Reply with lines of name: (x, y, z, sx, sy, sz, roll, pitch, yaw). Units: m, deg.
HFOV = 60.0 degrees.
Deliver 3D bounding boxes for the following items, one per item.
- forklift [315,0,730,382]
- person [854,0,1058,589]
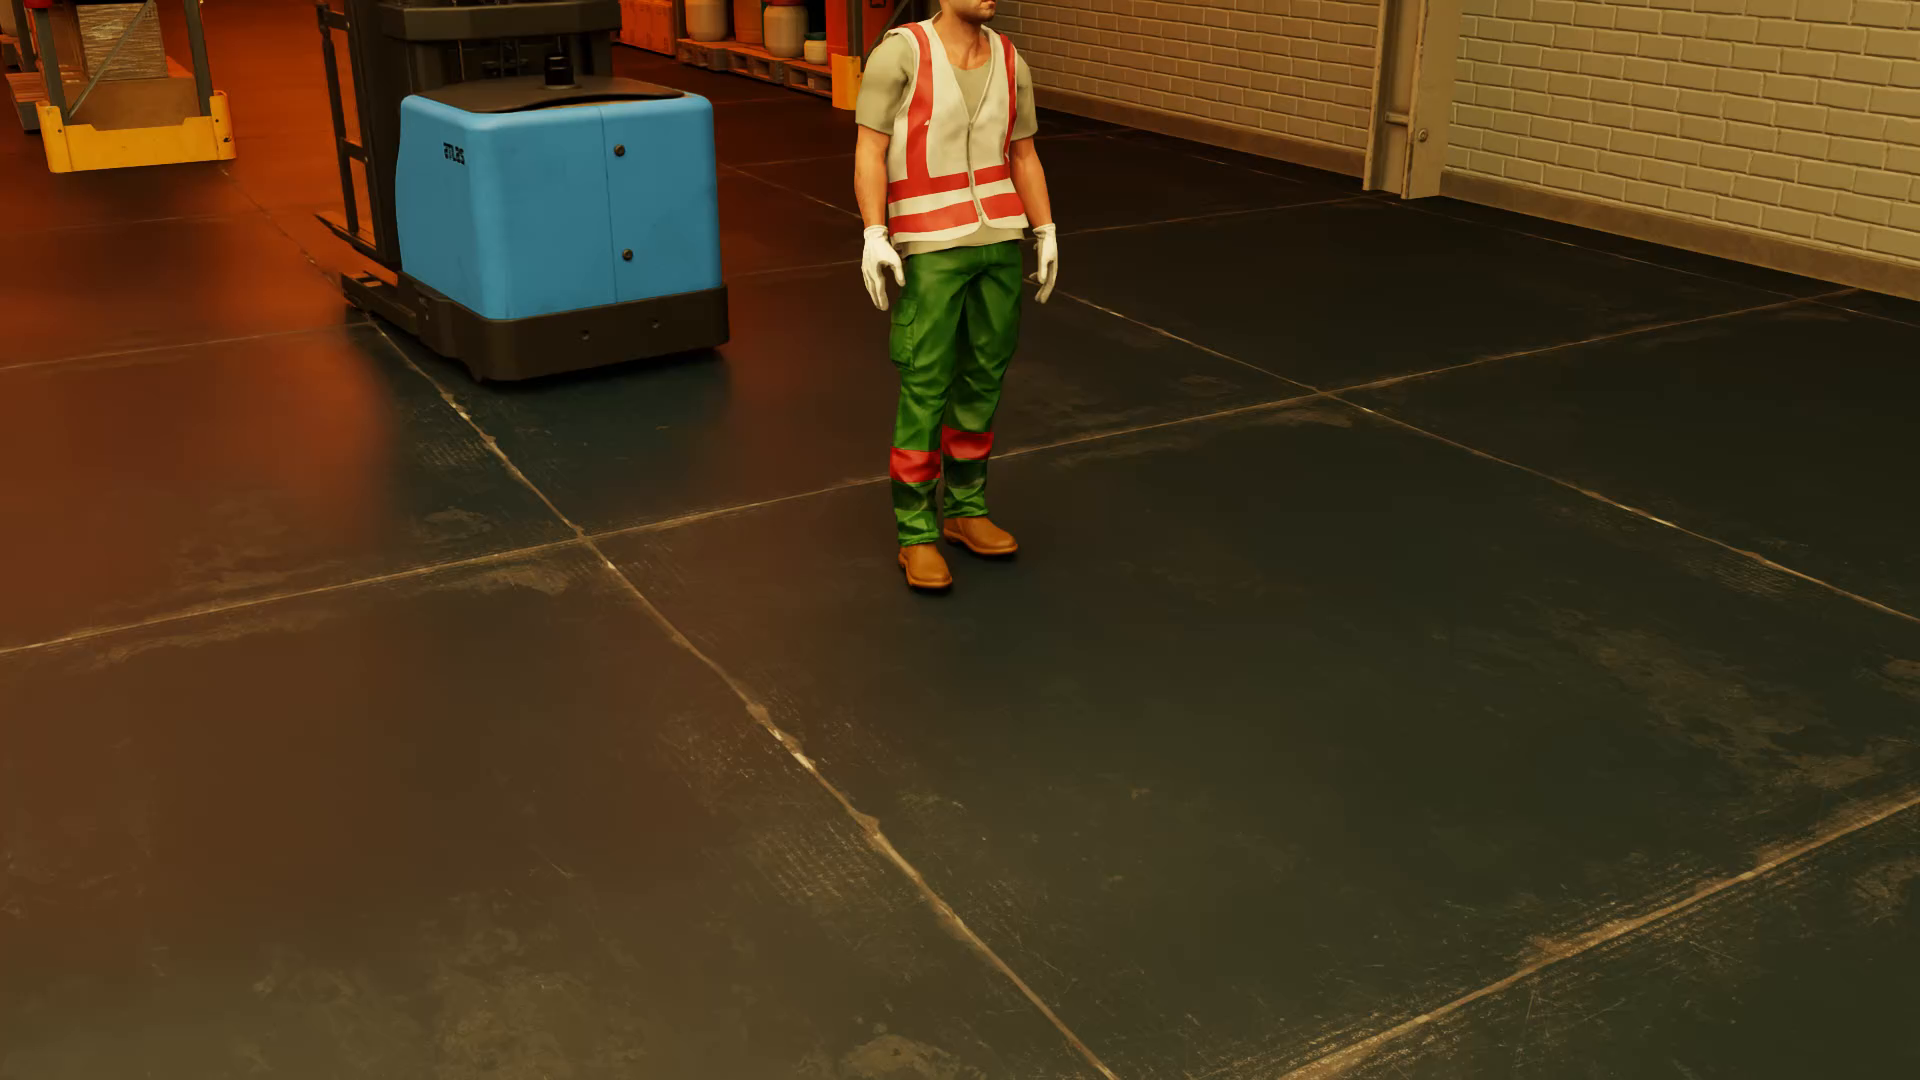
forklift: (-2.232, -2.472, 7.298, 1.130, 2.935, 3.031, -15, 27, -32)
person: (0.029, -0.806, 4.722, 0.637, 1.787, 0.564, -12, 25, -28)
